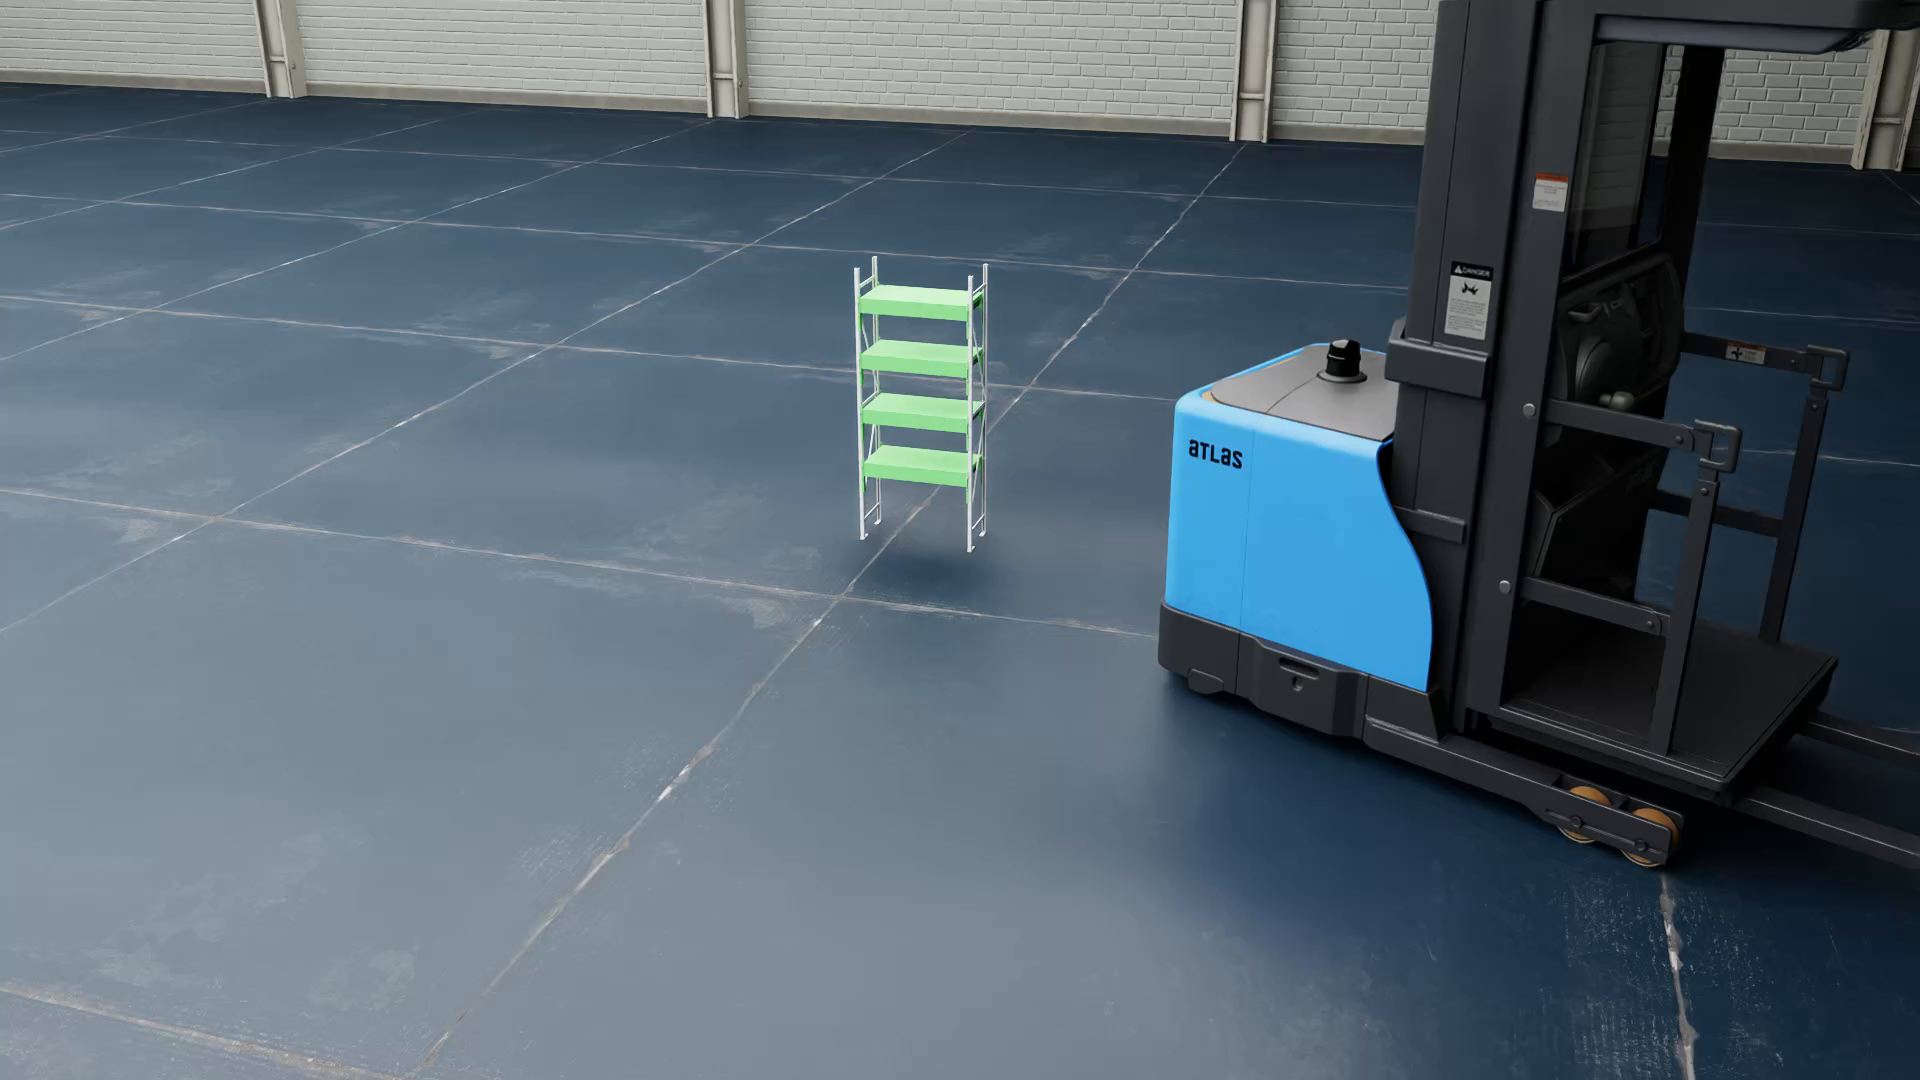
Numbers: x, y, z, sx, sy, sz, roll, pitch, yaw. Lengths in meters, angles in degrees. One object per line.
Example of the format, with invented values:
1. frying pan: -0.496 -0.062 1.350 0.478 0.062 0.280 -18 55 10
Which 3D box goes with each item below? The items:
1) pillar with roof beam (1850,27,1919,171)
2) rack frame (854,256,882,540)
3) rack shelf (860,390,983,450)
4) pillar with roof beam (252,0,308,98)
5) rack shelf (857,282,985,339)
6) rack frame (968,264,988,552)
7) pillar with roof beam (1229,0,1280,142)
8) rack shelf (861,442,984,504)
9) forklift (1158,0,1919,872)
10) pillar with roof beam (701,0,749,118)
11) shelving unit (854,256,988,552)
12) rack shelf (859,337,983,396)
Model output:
1. pillar with roof beam: 7.574 -6.186 10.494 0.400 9.000 9.100 7 23 16
2. rack frame: -0.392 -0.600 7.152 0.015 1.200 0.240 7 23 16
3. rack shelf: -0.158 -0.514 7.111 0.480 0.148 0.258 7 23 16
4. pillar with roof beam: -9.658 -8.159 15.304 0.400 9.000 9.100 7 23 16
5. rack shelf: -0.158 -0.958 6.929 0.480 0.148 0.258 7 23 16
6. rack frame: 0.075 -0.547 7.021 0.015 1.200 0.240 7 23 16
7. pillar with roof beam: 1.830 -6.844 12.097 0.400 9.000 9.100 7 23 16
8. rack shelf: -0.158 -0.292 7.202 0.480 0.148 0.258 7 23 16
9. forklift: 2.154 -0.616 4.910 3.031 2.935 1.130 18 29 38
10. pillar with roof beam: -3.914 -7.502 13.701 0.400 9.000 9.100 7 23 16
11. shelving unit: -0.158 -0.573 7.087 0.503 1.200 0.258 7 23 16
12. rack shelf: -0.158 -0.736 7.020 0.480 0.148 0.258 7 23 16
